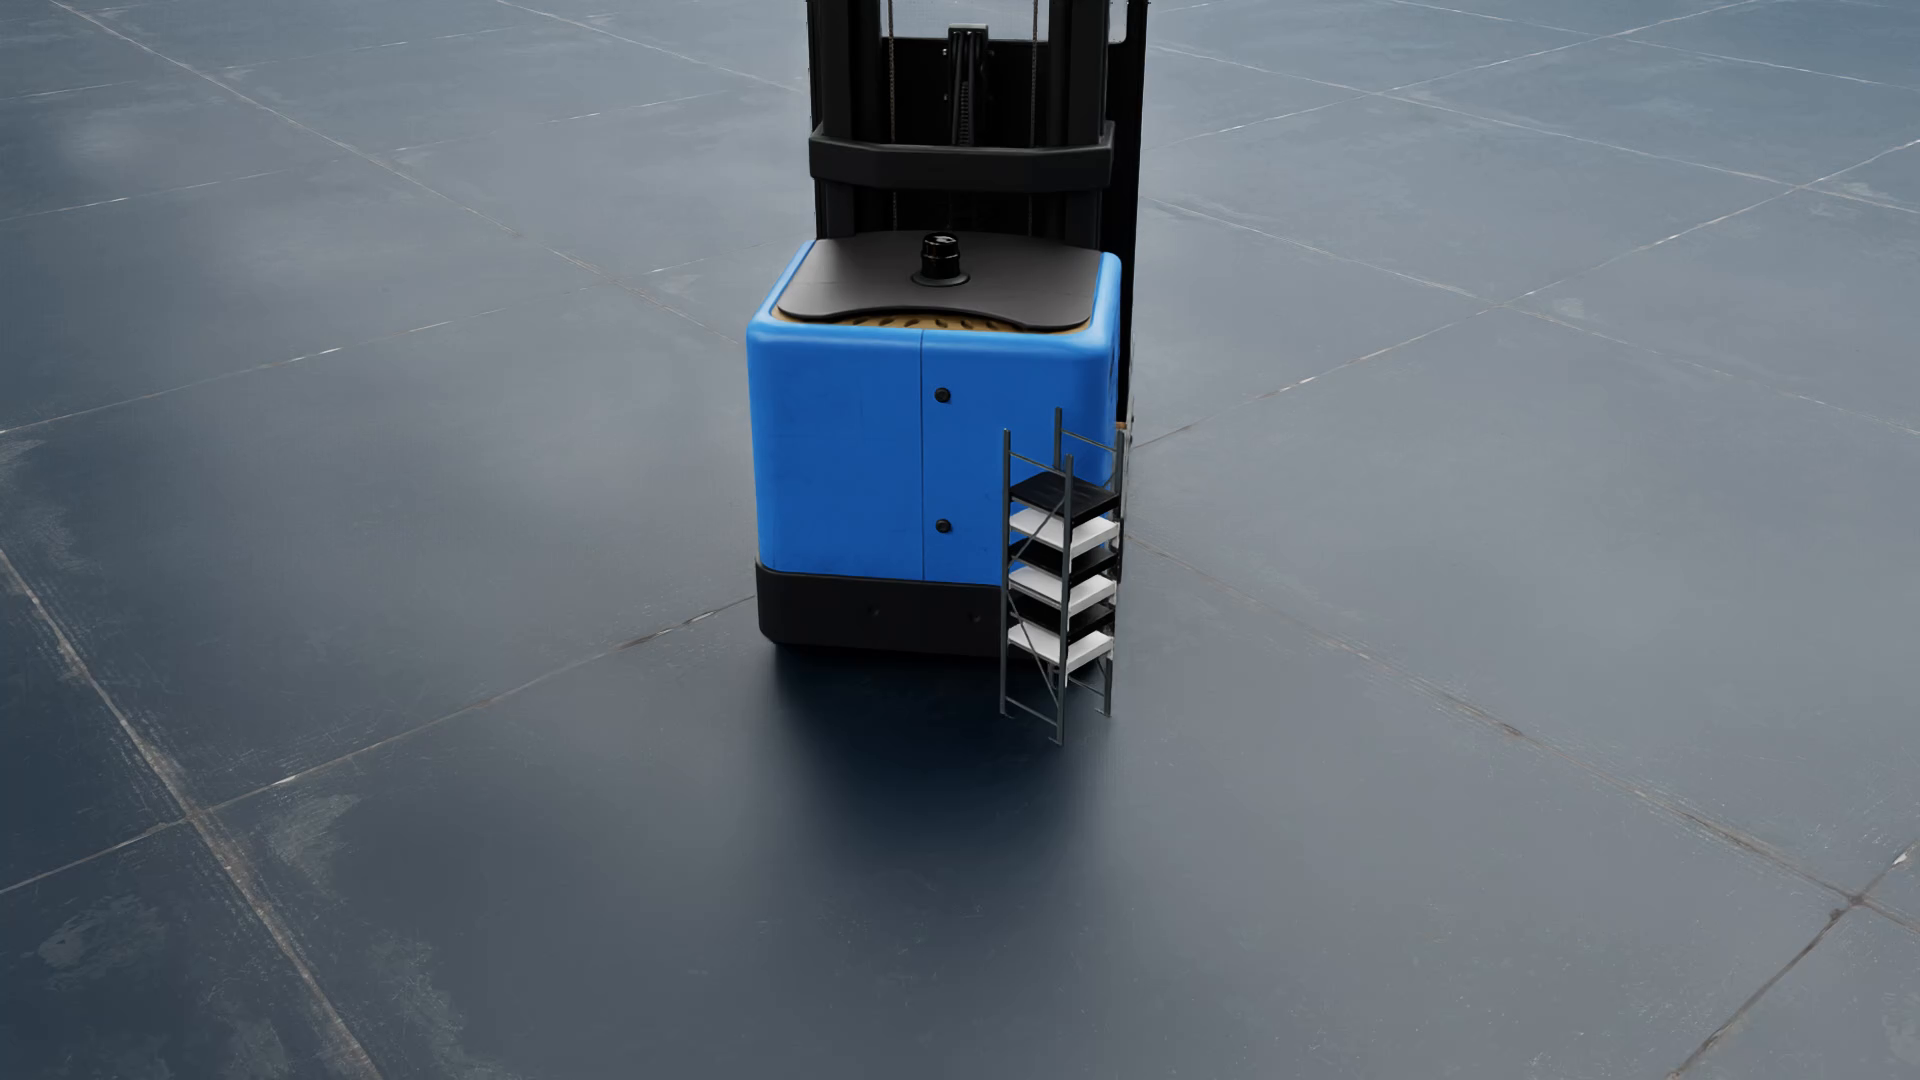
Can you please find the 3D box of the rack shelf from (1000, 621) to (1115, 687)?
[{"bbox_3d":[0.274,0.297,4.692,0.258,0.077,0.200,25,37,38],"label":"rack shelf"}]

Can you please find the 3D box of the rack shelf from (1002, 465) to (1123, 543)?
[{"bbox_3d":[0.274,-0.100,4.479,0.258,0.077,0.200,25,37,38],"label":"rack shelf"}]

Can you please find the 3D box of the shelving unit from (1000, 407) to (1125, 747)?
[{"bbox_3d":[0.274,0.109,4.591,0.258,0.900,0.210,25,37,38],"label":"shelving unit"}]

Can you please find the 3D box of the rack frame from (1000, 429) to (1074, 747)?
[{"bbox_3d":[0.203,0.143,4.527,0.240,0.900,0.006,25,37,38],"label":"rack frame"}]

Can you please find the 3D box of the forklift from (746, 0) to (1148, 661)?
[{"bbox_3d":[0.087,-1.600,5.634,1.130,2.935,3.031,3,28,6],"label":"forklift"}]

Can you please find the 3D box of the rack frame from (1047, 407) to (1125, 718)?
[{"bbox_3d":[0.345,0.075,4.655,0.240,0.900,0.006,25,37,38],"label":"rack frame"}]

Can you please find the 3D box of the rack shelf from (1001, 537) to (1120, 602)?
[{"bbox_3d":[0.274,0.059,4.564,0.258,0.077,0.200,25,37,38],"label":"rack shelf"}]

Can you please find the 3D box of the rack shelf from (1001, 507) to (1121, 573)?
[{"bbox_3d":[0.274,-0.020,4.521,0.258,0.077,0.200,25,37,38],"label":"rack shelf"}]

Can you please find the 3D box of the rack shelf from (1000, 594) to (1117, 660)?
[{"bbox_3d":[0.274,0.218,4.649,0.258,0.077,0.200,25,37,38],"label":"rack shelf"}]

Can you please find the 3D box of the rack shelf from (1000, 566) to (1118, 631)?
[{"bbox_3d":[0.274,0.138,4.607,0.258,0.077,0.200,25,37,38],"label":"rack shelf"}]
